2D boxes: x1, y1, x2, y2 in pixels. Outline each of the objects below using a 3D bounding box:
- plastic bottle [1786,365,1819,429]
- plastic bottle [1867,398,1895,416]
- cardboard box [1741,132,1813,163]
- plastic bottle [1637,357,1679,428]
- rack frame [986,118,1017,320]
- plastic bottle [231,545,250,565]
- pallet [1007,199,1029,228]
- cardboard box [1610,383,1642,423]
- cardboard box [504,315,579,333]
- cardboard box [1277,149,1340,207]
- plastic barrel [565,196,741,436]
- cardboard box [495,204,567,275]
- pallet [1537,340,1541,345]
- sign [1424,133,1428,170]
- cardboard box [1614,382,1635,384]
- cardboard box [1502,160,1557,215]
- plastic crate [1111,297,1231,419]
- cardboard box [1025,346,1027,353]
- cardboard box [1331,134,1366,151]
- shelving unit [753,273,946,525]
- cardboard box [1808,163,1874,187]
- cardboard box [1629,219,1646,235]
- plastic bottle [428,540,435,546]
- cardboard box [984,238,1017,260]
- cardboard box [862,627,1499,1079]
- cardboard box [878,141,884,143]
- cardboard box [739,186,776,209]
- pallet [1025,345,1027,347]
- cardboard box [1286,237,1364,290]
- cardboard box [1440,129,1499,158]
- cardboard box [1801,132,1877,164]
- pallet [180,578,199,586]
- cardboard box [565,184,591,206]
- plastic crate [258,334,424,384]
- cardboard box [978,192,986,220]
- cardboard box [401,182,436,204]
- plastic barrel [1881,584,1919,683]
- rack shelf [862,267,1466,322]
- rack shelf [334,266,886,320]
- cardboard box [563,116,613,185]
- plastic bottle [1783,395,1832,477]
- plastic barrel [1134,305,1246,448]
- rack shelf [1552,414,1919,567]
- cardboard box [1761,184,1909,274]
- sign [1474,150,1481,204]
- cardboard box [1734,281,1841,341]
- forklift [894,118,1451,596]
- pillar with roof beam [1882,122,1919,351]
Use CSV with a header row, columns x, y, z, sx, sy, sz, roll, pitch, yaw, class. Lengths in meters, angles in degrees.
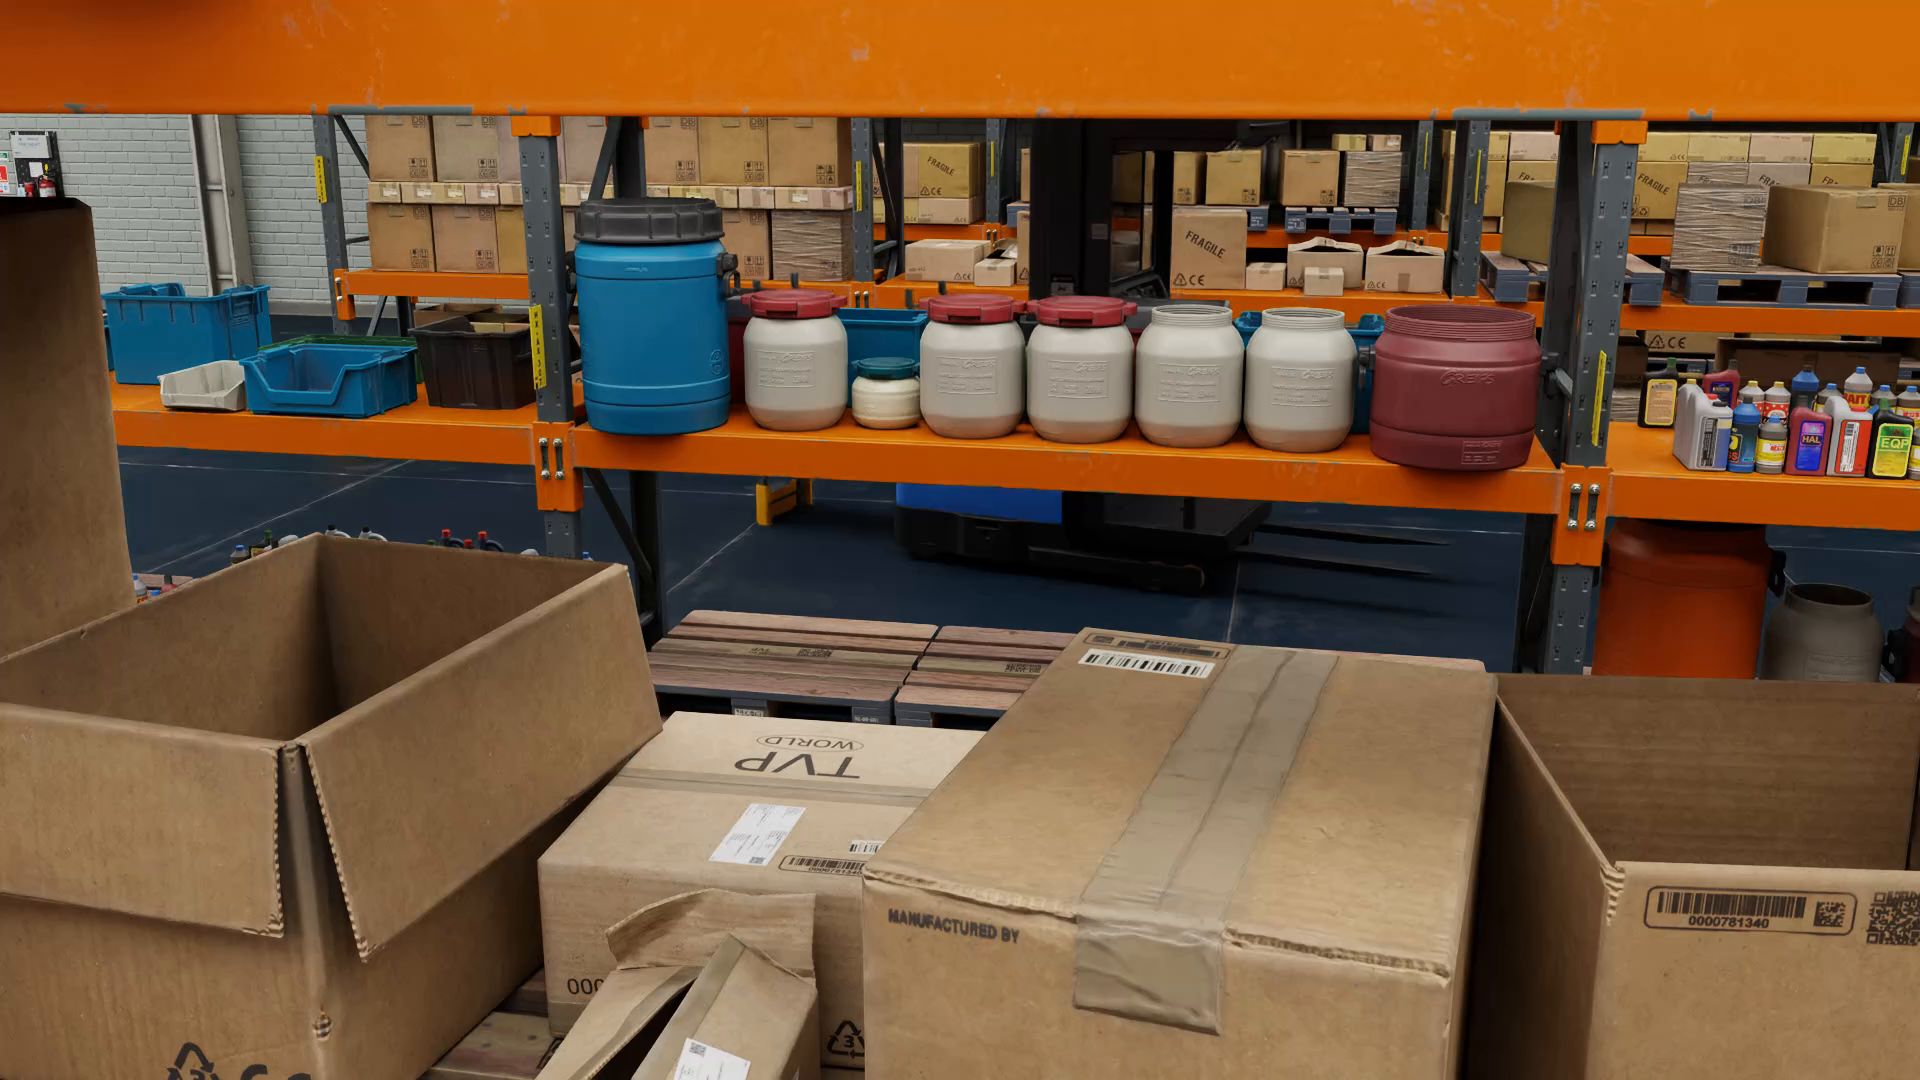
x,y,z,sx,sy,sz,roll,pitch,yaw,class
3.365,-0.560,6.636,0.097,0.271,0.097,0,15,0,plastic bottle
3.291,-0.374,5.964,0.097,0.271,0.097,0,15,0,plastic bottle
7.244,-3.495,14.802,0.500,0.250,0.500,3,16,12,cardboard box
2.839,-0.599,6.756,0.133,0.283,0.061,3,16,11,plastic bottle
0.412,-3.370,16.539,0.127,3.000,1.000,3,16,11,rack frame
-3.595,0.128,8.327,0.097,0.201,0.097,0,15,0,plastic bottle
1.132,-3.199,16.280,1.213,0.211,1.003,3,16,11,pallet
4.252,-0.743,10.914,0.500,0.500,0.500,3,16,9,cardboard box
-3.027,-1.389,12.348,0.500,0.500,0.500,3,16,11,cardboard box
3.316,-3.462,15.861,0.500,0.500,0.700,2,16,6,cardboard box
-1.244,-0.920,6.756,0.708,0.901,0.600,3,16,11,plastic barrel
-3.035,-2.252,12.316,0.500,0.500,0.700,3,16,11,cardboard box
5.089,-1.752,15.920,1.213,0.211,1.003,3,16,11,pallet
4.233,-3.535,15.113,0.005,0.325,0.100,3,16,11,sign
4.312,-0.880,11.409,0.500,0.500,0.500,4,16,13,cardboard box
5.268,-3.235,15.271,0.500,0.500,0.500,4,16,13,cardboard box
0.835,-0.762,7.006,0.583,0.464,0.402,3,16,11,plastic crate
0.394,-1.249,12.195,0.500,0.311,0.500,4,16,13,cardboard box
3.670,-3.754,15.698,0.250,0.149,0.380,0,15,2,cardboard box
-0.656,-0.833,10.191,1.083,1.500,0.587,7,17,23,shelving unit
7.749,-3.104,14.798,0.500,0.500,0.500,3,16,10,cardboard box
6.114,-2.889,15.235,0.250,0.149,0.380,3,16,11,cardboard box
-2.609,0.137,8.141,0.133,0.283,0.061,4,16,14,plastic bottle
0.327,-2.010,11.883,0.258,0.266,0.396,3,16,10,cardboard box
0.266,0.458,1.747,0.500,0.500,0.700,6,16,19,cardboard box
-1.000,-3.805,16.948,0.500,0.500,0.500,4,16,13,cardboard box
-1.380,-2.420,11.707,0.250,0.149,0.380,3,16,9,cardboard box
1.175,-1.985,16.763,1.213,0.211,1.003,3,16,11,pallet
2.510,-1.916,11.458,0.500,0.311,0.500,3,16,10,cardboard box
4.828,-3.763,15.773,0.500,0.250,0.500,4,16,13,cardboard box
7.743,-3.465,14.695,0.500,0.250,0.500,4,16,12,cardboard box
-3.411,0.455,7.956,1.213,0.211,1.003,3,16,11,pallet
-2.643,-2.488,11.954,0.250,0.149,0.380,3,16,12,cardboard box
-2.836,-0.822,7.738,0.662,0.188,0.450,3,16,11,plastic crate
-0.006,-3.388,16.849,0.500,0.250,0.500,3,16,12,cardboard box
-3.890,-2.557,12.201,0.250,0.149,0.380,3,16,10,cardboard box
3.947,0.476,6.386,0.708,0.588,0.600,3,16,11,plastic barrel
1.388,-1.621,11.572,4.000,0.370,1.077,3,16,11,rack shelf
-2.531,-1.834,12.340,4.000,0.370,1.077,3,16,11,rack shelf
-2.483,-2.849,12.042,0.500,0.500,0.700,3,16,11,cardboard box
3.030,-0.372,5.936,0.133,0.283,0.061,3,16,11,plastic bottle
0.894,-0.641,6.477,0.421,0.512,0.421,0,15,0,plastic barrel
4.317,-0.112,6.127,4.000,0.370,1.077,3,16,11,rack shelf
5.524,-1.977,10.535,0.500,0.500,0.700,-1,16,-3,cardboard box
3.241,-2.274,10.413,0.005,0.325,0.100,3,16,11,sign
7.589,-2.111,15.236,0.750,0.750,0.750,3,16,12,cardboard box
1.180,-1.274,9.102,3.031,2.935,1.130,7,17,23,forklift
8.252,-4.898,10.819,0.400,9.000,9.100,3,16,11,pillar with roof beam
